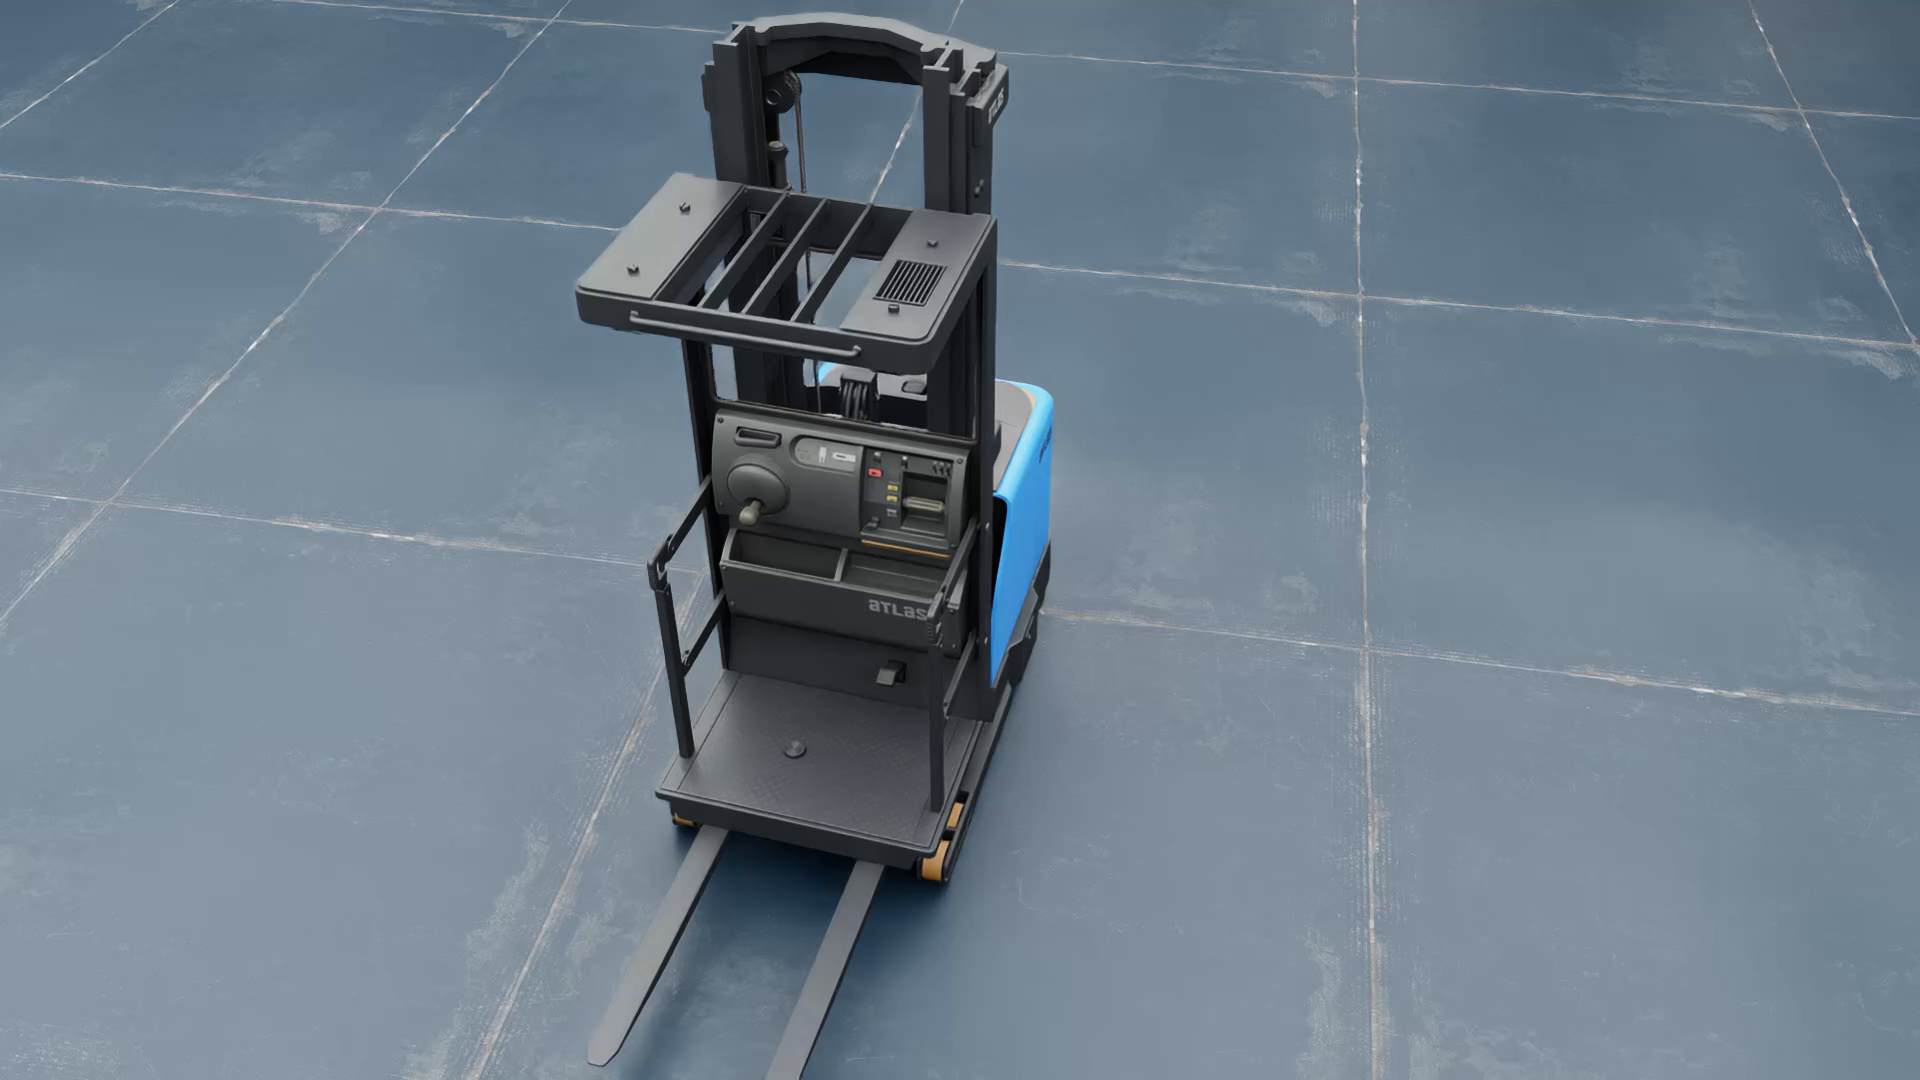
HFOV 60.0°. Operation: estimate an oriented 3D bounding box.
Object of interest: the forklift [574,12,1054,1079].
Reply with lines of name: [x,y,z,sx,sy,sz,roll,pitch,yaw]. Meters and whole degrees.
forklift: [-0.487,-0.121,5.693,1.130,2.935,3.031,10,41,12]
